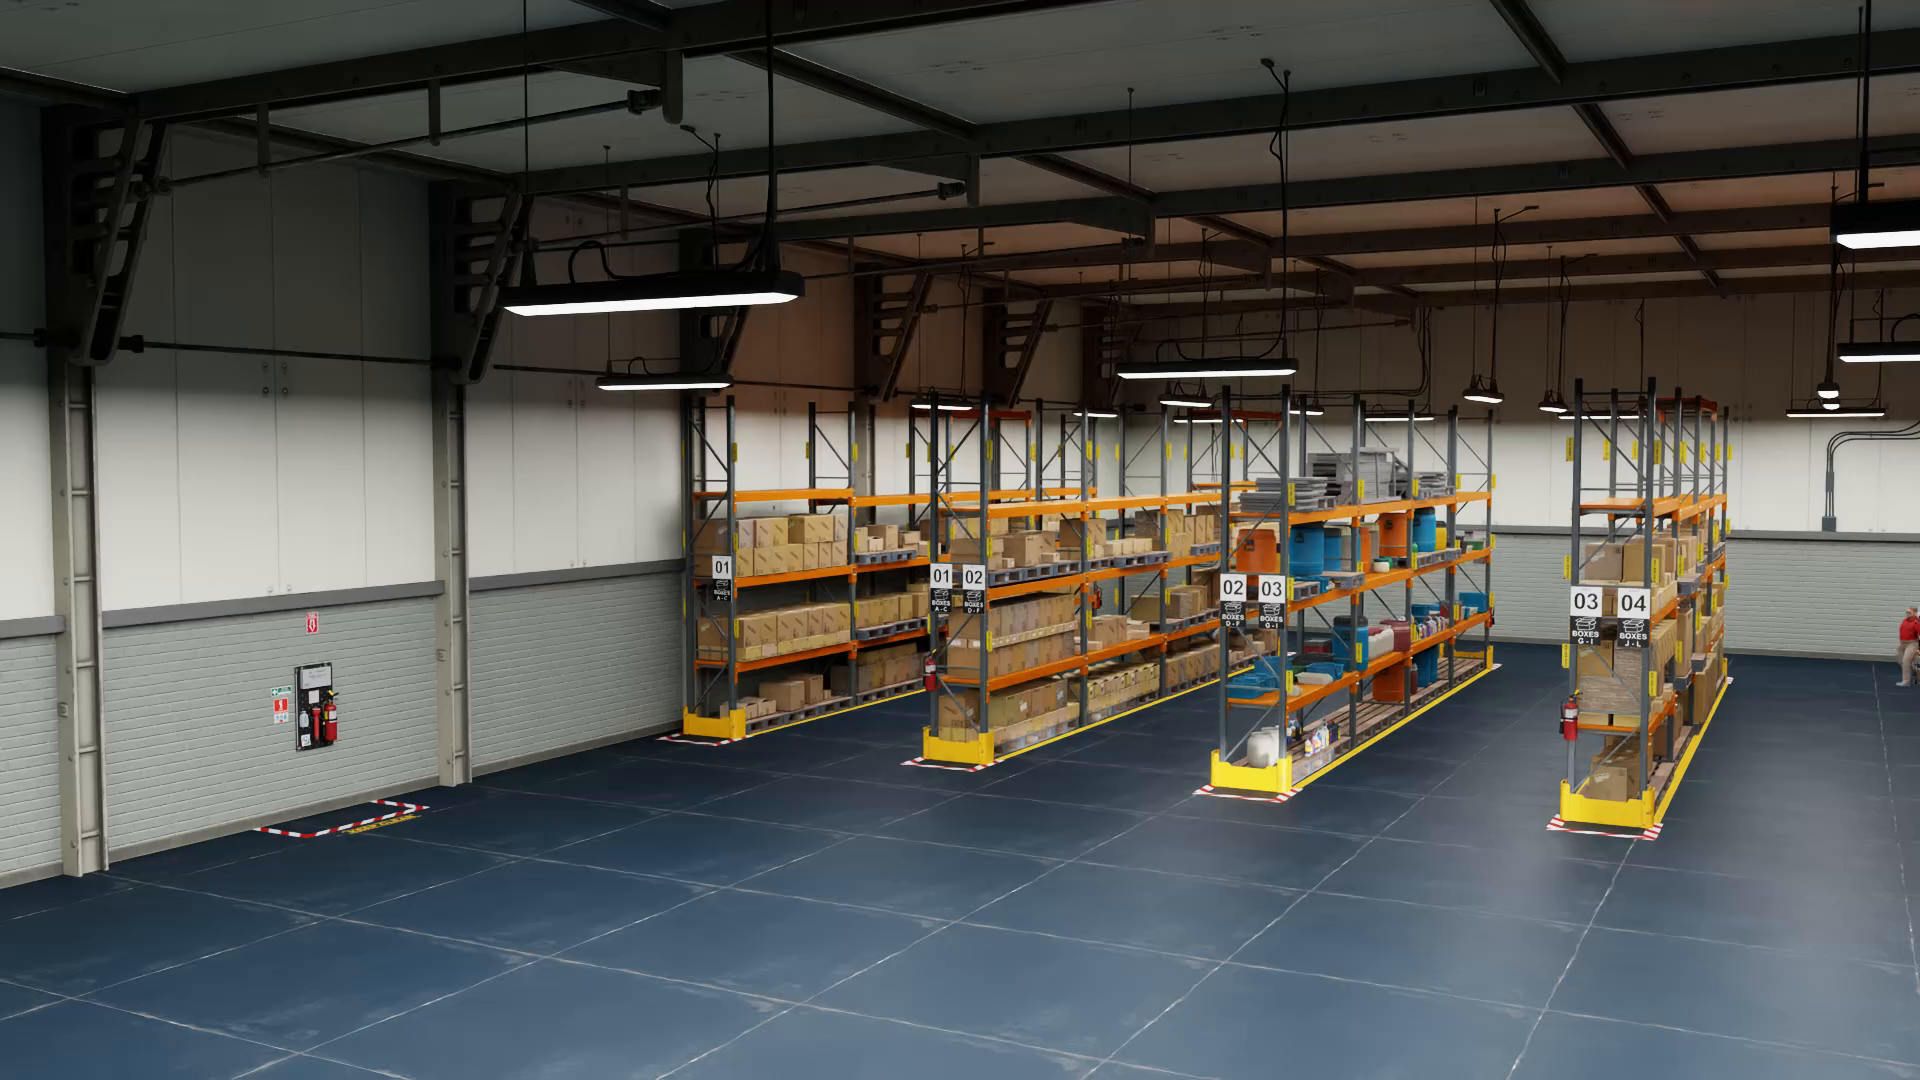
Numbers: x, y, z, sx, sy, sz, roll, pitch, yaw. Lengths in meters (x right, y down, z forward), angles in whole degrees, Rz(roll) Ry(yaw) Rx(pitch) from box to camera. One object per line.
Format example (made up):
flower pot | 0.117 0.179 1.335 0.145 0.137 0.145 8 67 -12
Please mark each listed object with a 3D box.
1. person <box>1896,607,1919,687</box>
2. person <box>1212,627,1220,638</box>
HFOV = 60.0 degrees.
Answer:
person | 20.294 2.267 35.451 0.807 1.693 0.552 -1 3 -11
person | 6.651 1.902 42.406 0.731 1.747 0.627 -1 3 -13
